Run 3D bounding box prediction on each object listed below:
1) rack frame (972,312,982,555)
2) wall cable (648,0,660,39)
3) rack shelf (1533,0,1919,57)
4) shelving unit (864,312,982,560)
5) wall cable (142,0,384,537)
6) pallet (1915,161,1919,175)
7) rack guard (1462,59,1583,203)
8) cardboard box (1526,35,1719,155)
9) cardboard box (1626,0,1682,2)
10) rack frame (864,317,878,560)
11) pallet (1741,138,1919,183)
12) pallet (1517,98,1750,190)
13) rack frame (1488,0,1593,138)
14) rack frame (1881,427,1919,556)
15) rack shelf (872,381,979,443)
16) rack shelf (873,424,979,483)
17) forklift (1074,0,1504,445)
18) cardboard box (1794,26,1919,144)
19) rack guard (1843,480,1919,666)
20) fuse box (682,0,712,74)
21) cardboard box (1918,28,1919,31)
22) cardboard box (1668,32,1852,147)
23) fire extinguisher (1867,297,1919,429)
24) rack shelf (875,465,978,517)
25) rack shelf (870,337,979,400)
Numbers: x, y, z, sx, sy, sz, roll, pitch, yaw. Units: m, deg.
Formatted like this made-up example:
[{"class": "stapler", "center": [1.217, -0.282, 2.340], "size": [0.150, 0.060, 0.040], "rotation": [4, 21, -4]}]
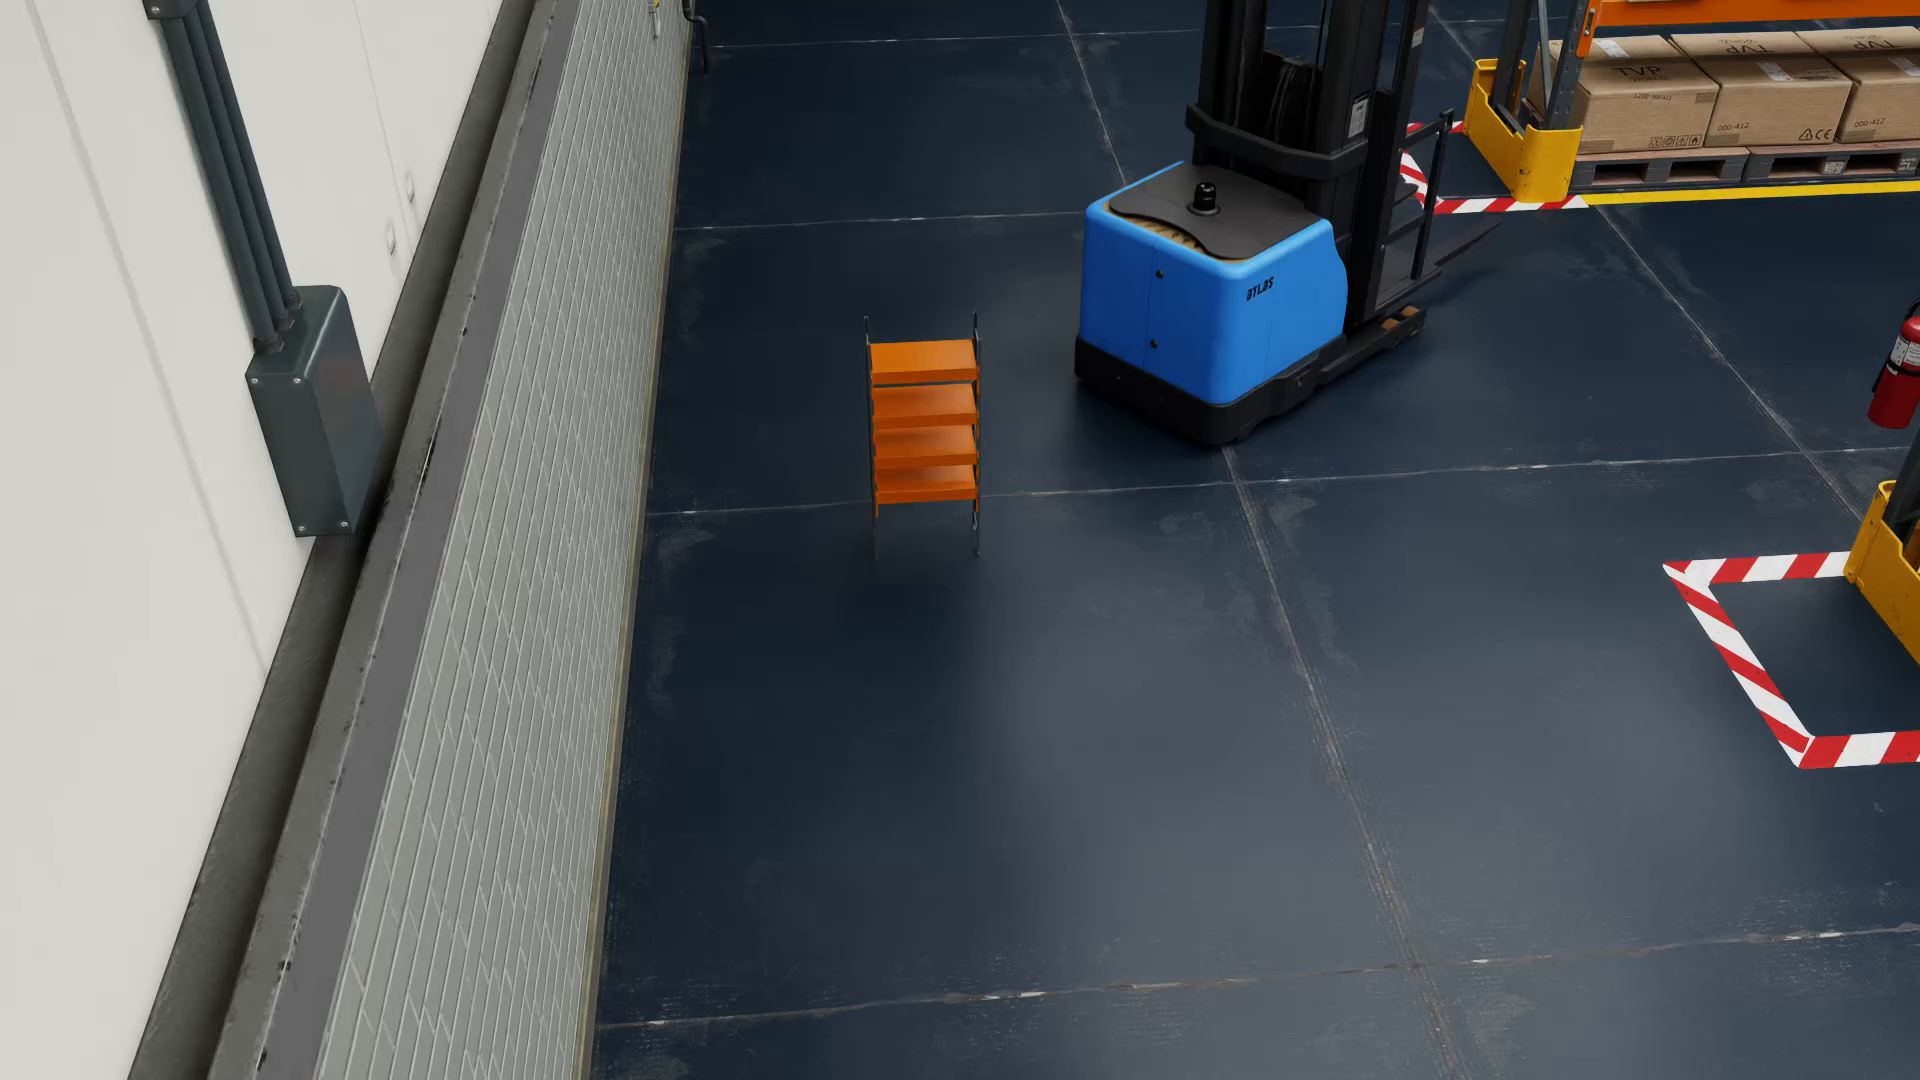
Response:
[{"class": "rack frame", "center": [0.078, -0.475, 7.706], "size": [0.015, 1.200, 0.240], "rotation": [-3, 38, -4]}, {"class": "wall cable", "center": [-1.832, -3.831, 9.660], "size": [0.123, 1.953, 0.585], "rotation": [-3, 38, -4]}, {"class": "rack shelf", "center": [5.775, -3.571, 10.757], "size": [4.000, 0.370, 1.077], "rotation": [-3, 38, -4]}, {"class": "shelving unit", "center": [-0.165, -0.462, 7.689], "size": [0.503, 1.200, 0.258], "rotation": [-3, 38, -4]}, {"class": "wall cable", "center": [-1.277, -3.064, 2.093], "size": [0.120, 5.999, 2.277], "rotation": [-3, 38, -4]}, {"class": "pallet", "center": [7.002, -2.875, 11.545], "size": [1.213, 0.211, 1.003], "rotation": [-3, 38, -4]}, {"class": "rack guard", "center": [3.759, -2.761, 11.168], "size": [0.348, 0.500, 1.175], "rotation": [-3, 38, -4]}, {"class": "cardboard box", "center": [4.431, -3.001, 11.183], "size": [0.875, 0.438, 0.875], "rotation": [-4, 38, -6]}, {"class": "cardboard box", "center": [4.286, -3.632, 10.173], "size": [0.500, 0.500, 0.500], "rotation": [-3, 38, -4]}, {"class": "rack frame", "center": [-0.408, -0.449, 7.672], "size": [0.015, 1.200, 0.240], "rotation": [-3, 38, -4]}, {"class": "pallet", "center": [5.784, -2.806, 11.458], "size": [1.213, 0.211, 1.003], "rotation": [-3, 38, -4]}, {"class": "pallet", "center": [4.572, -2.741, 11.376], "size": [1.213, 0.211, 1.003], "rotation": [-3, 38, -4]}, {"class": "rack frame", "center": [3.782, -3.744, 10.395], "size": [0.127, 3.000, 1.000], "rotation": [-3, 38, -4]}, {"class": "rack frame", "center": [4.322, -0.695, 6.531], "size": [0.127, 3.000, 1.000], "rotation": [-3, 38, -4]}, {"class": "rack shelf", "center": [-0.165, -0.585, 7.592], "size": [0.480, 0.148, 0.258], "rotation": [-3, 38, -4]}, {"class": "rack shelf", "center": [-0.165, -0.409, 7.731], "size": [0.480, 0.148, 0.258], "rotation": [-3, 38, -4]}, {"class": "forklift", "center": [2.030, -2.445, 8.805], "size": [3.031, 2.935, 1.130], "rotation": [-31, 48, -33]}, {"class": "cardboard box", "center": [6.240, -3.104, 11.314], "size": [0.875, 0.438, 0.875], "rotation": [-4, 38, -5]}, {"class": "rack guard", "center": [4.397, 0.282, 7.311], "size": [0.348, 0.500, 1.175], "rotation": [-3, 38, -4]}, {"class": "fuse box", "center": [-1.873, -4.218, 12.037], "size": [0.414, 1.711, 0.539], "rotation": [-3, 38, -4]}, {"class": "cardboard box", "center": [7.132, -3.154, 11.377], "size": [0.875, 0.438, 0.875], "rotation": [-4, 38, -5]}, {"class": "cardboard box", "center": [5.342, -3.056, 11.253], "size": [0.875, 0.438, 0.875], "rotation": [-2, 38, -3]}, {"class": "fire extinguisher", "center": [4.030, -0.789, 7.014], "size": [0.183, 0.674, 0.296], "rotation": [-3, 38, -4]}, {"class": "rack shelf", "center": [-0.165, -0.253, 7.853], "size": [0.480, 0.148, 0.258], "rotation": [-3, 38, -4]}, {"class": "rack shelf", "center": [-0.165, -0.770, 7.445], "size": [0.480, 0.148, 0.258], "rotation": [-3, 38, -4]}]
